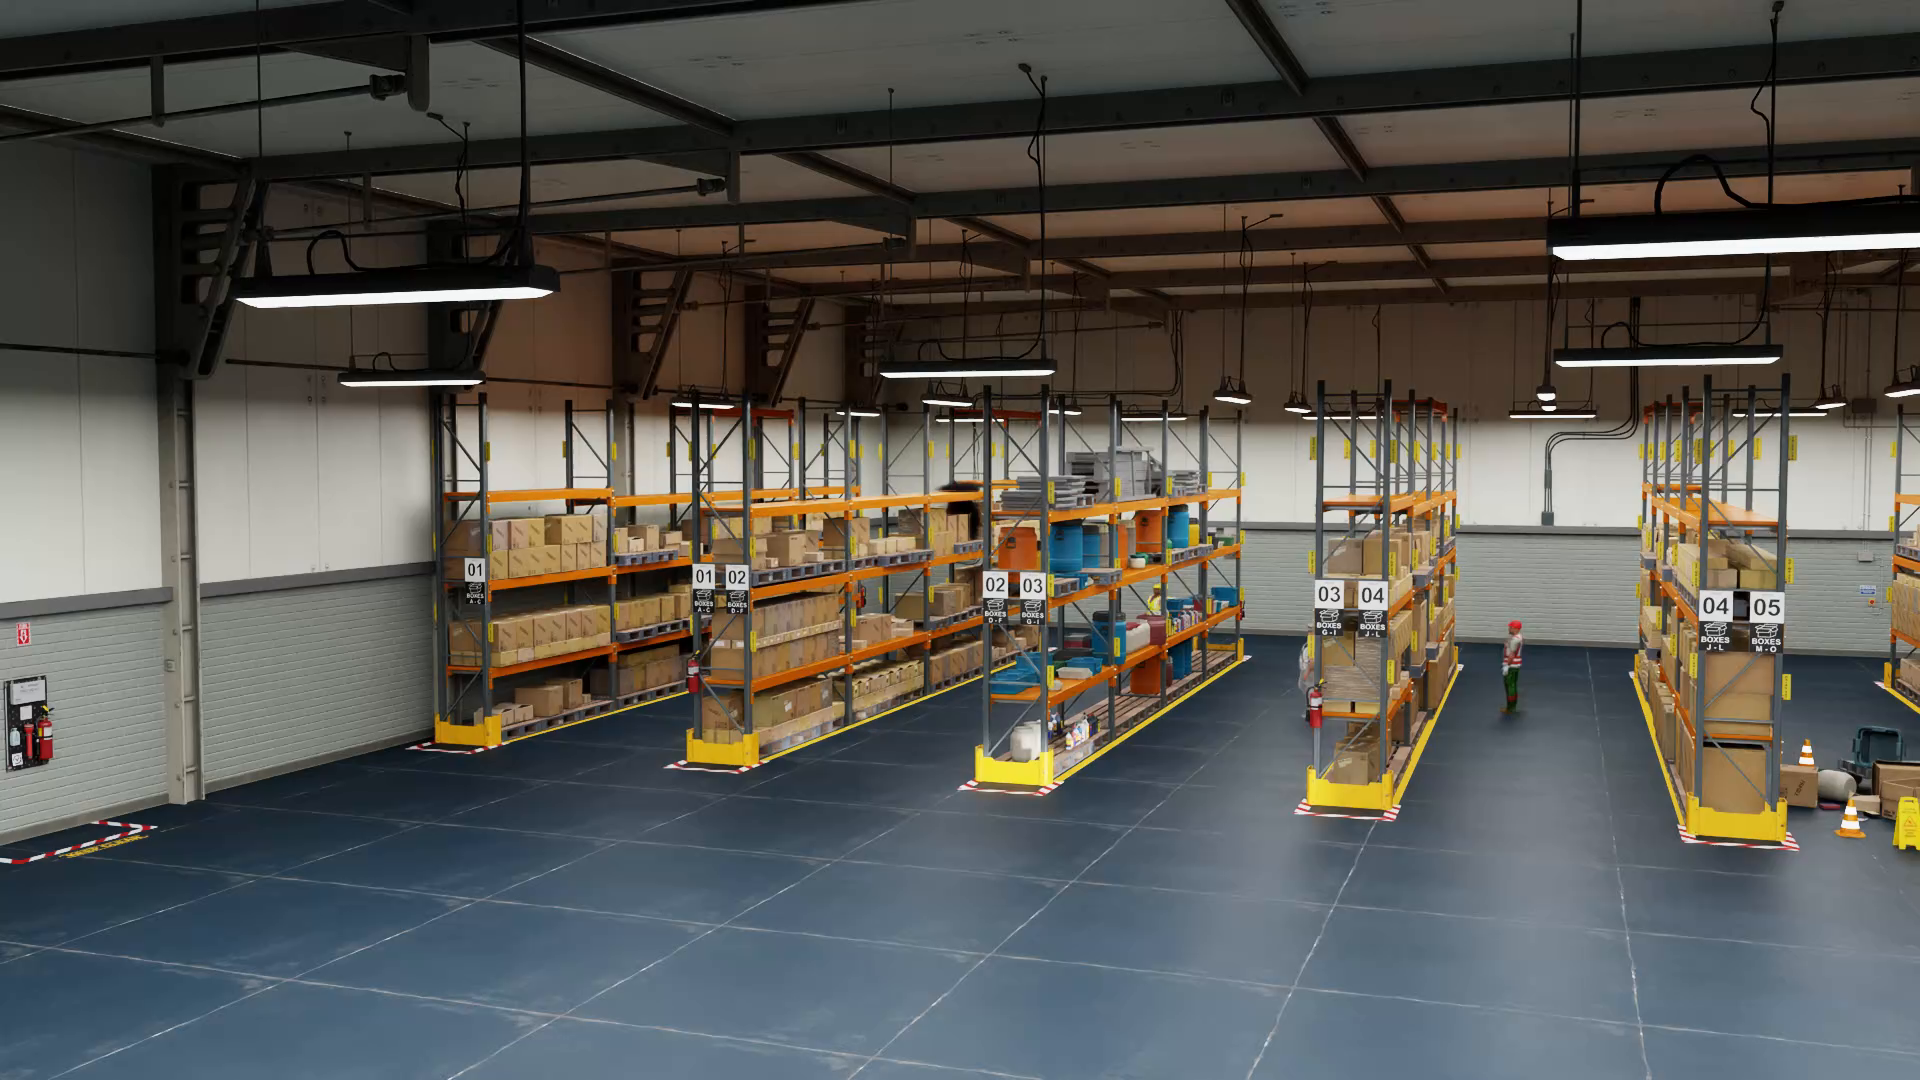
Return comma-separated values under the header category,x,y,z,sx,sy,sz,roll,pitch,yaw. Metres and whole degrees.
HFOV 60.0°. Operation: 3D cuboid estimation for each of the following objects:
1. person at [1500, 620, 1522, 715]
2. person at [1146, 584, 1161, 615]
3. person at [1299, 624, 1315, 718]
category,x,y,z,sx,sy,sz,roll,pitch,yaw
person,10.488,2.418,31.766,0.531,1.795,0.589,3,4,41
person,4.720,1.953,40.878,0.579,1.771,0.682,-3,4,-42
person,6.613,2.465,31.356,0.450,1.775,0.634,0,3,0
